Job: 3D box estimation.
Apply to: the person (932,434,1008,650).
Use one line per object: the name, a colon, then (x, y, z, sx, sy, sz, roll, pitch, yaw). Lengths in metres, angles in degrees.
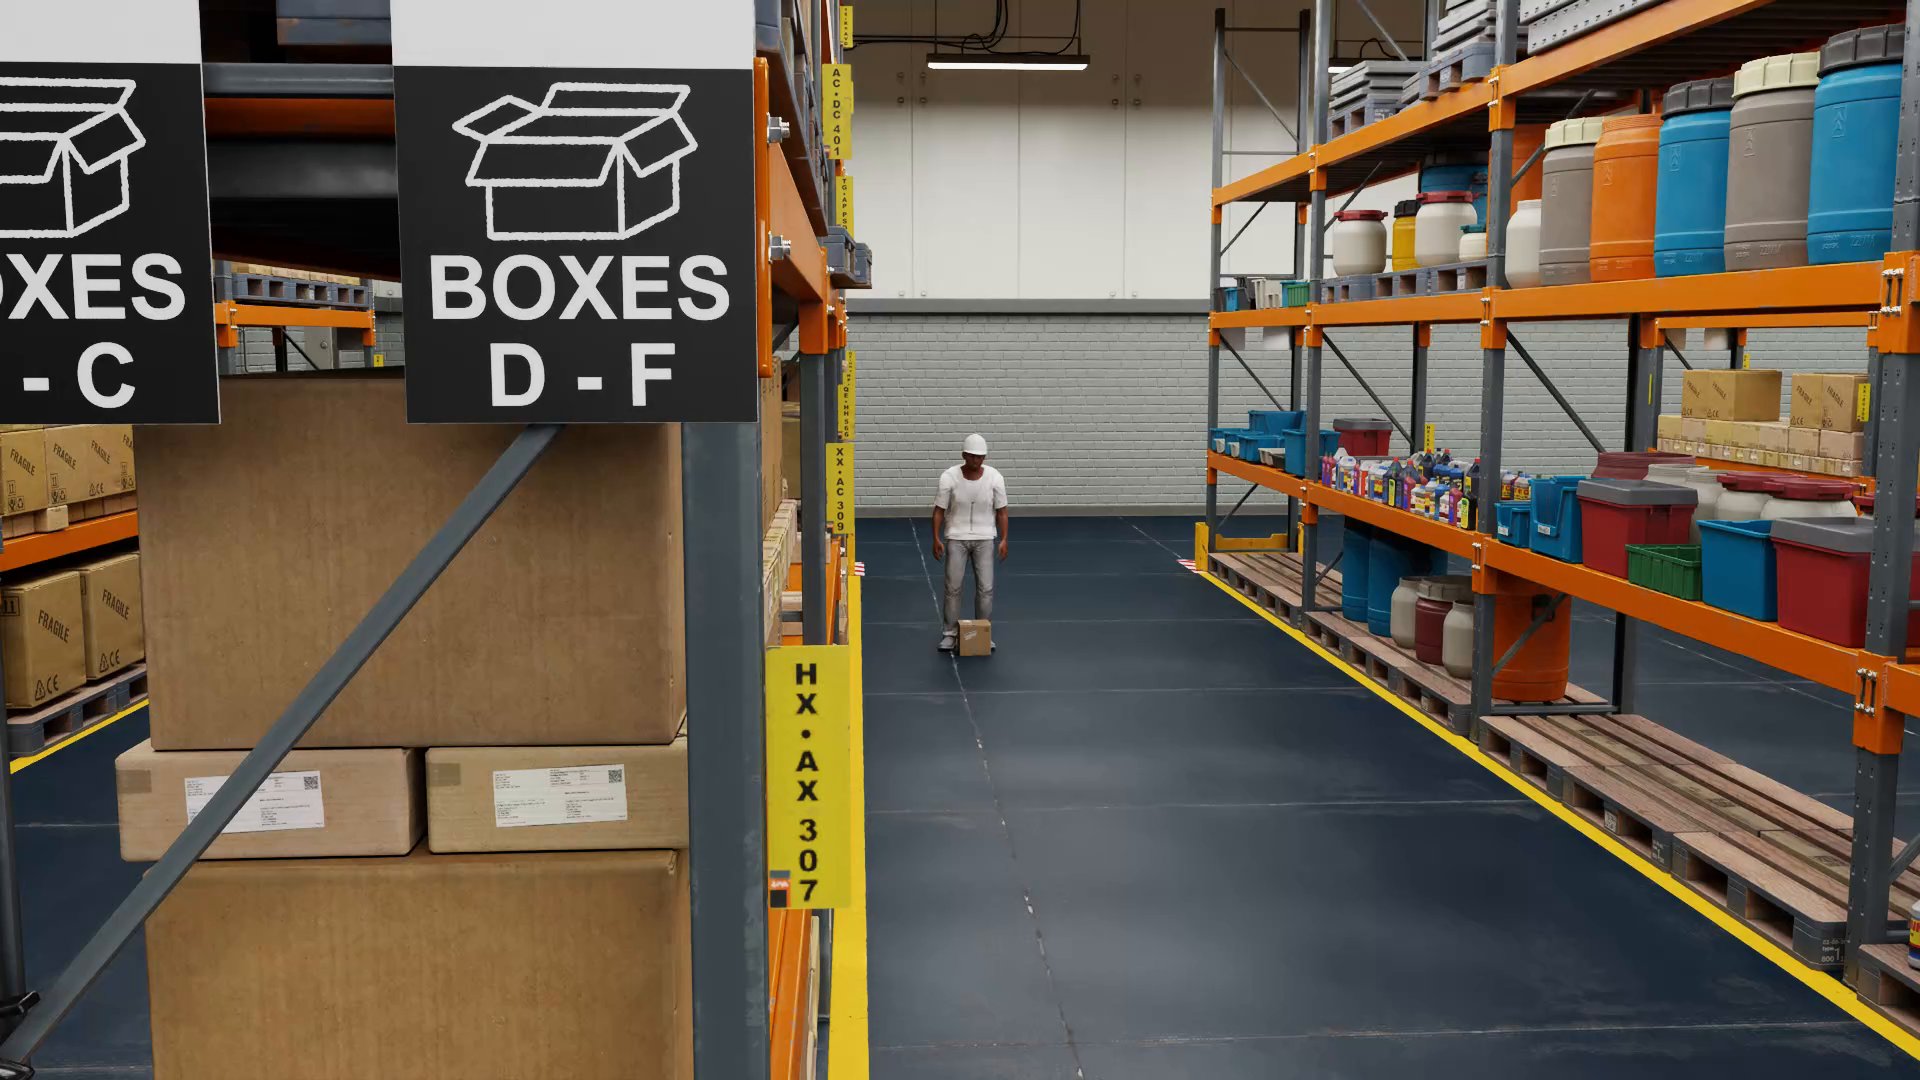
person: (0.085, 0.012, 13.566, 0.628, 1.761, 0.457, -1, 7, -5)
